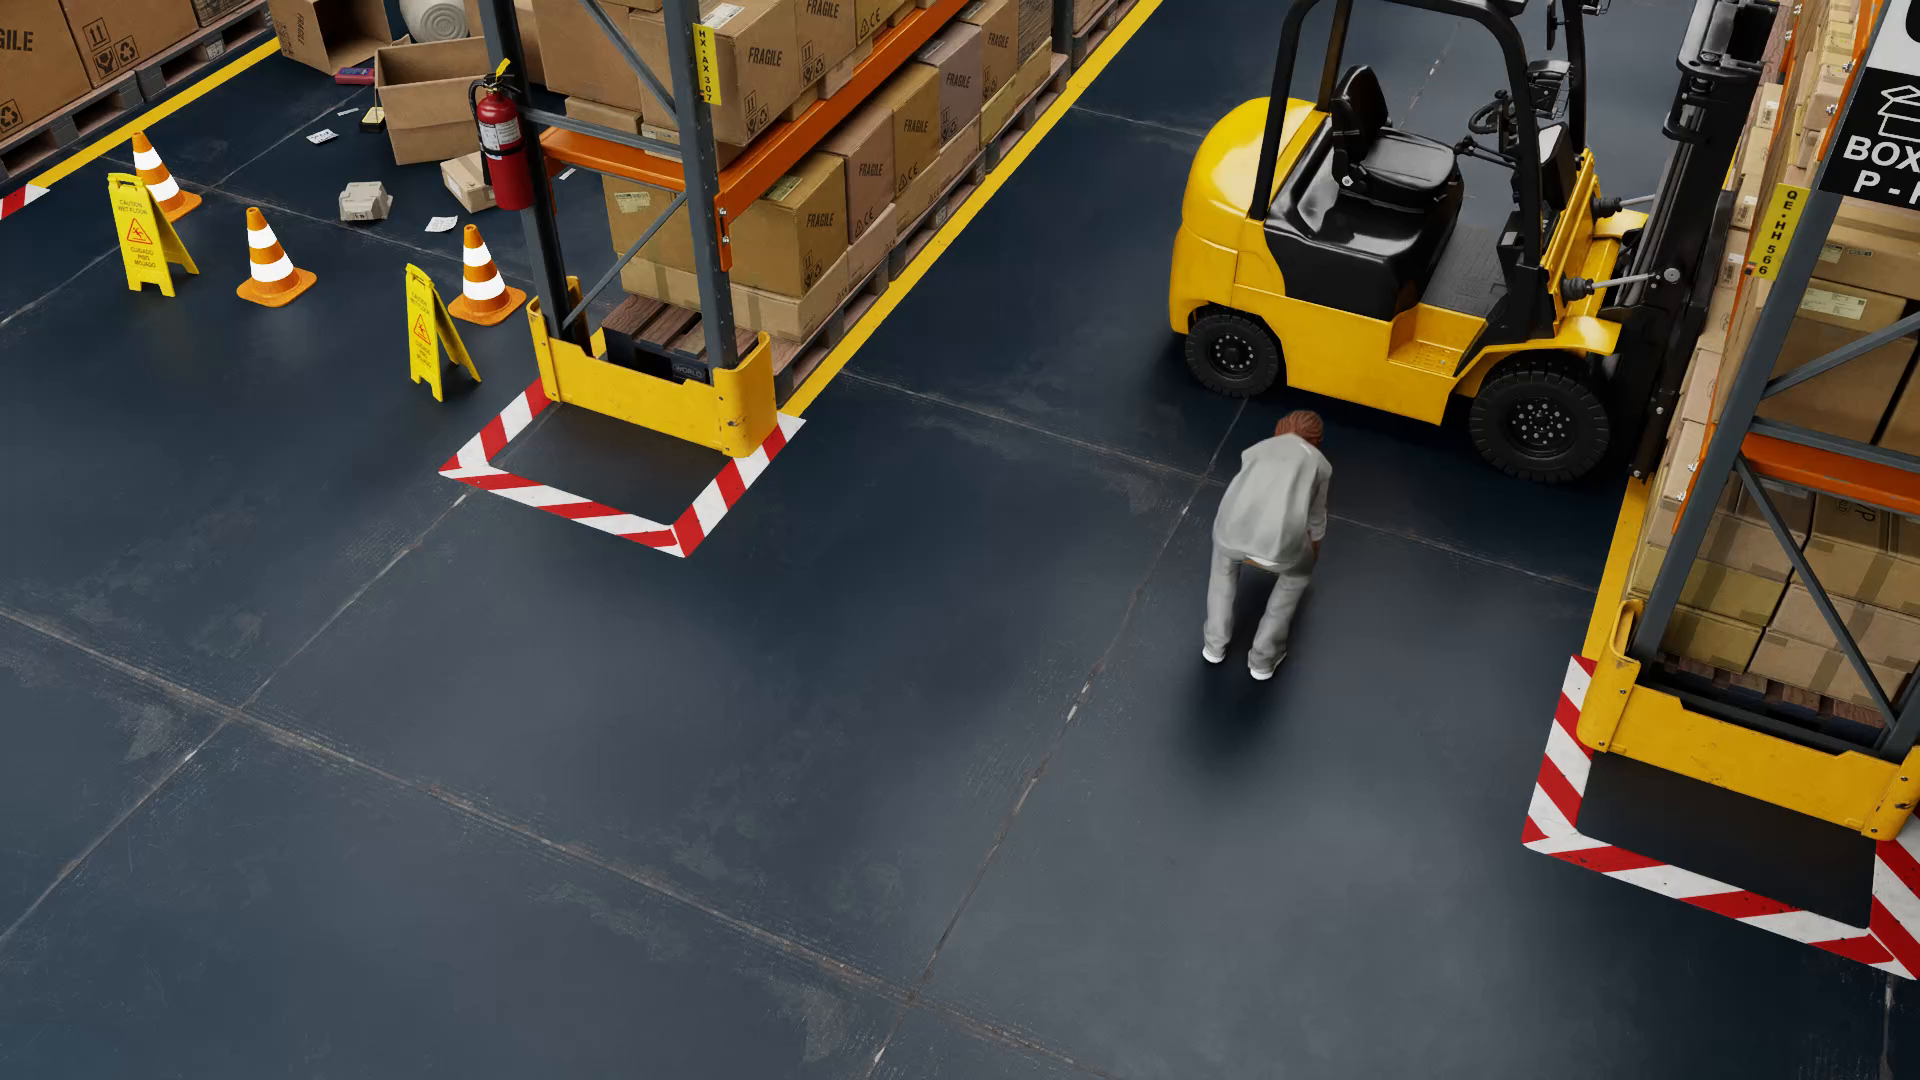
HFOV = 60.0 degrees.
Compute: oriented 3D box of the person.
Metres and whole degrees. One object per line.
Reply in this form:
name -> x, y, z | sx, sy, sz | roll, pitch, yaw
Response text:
person -> 1.238, -0.006, 6.638 | 0.405, 0.970, 0.870 | 16, 45, 16
